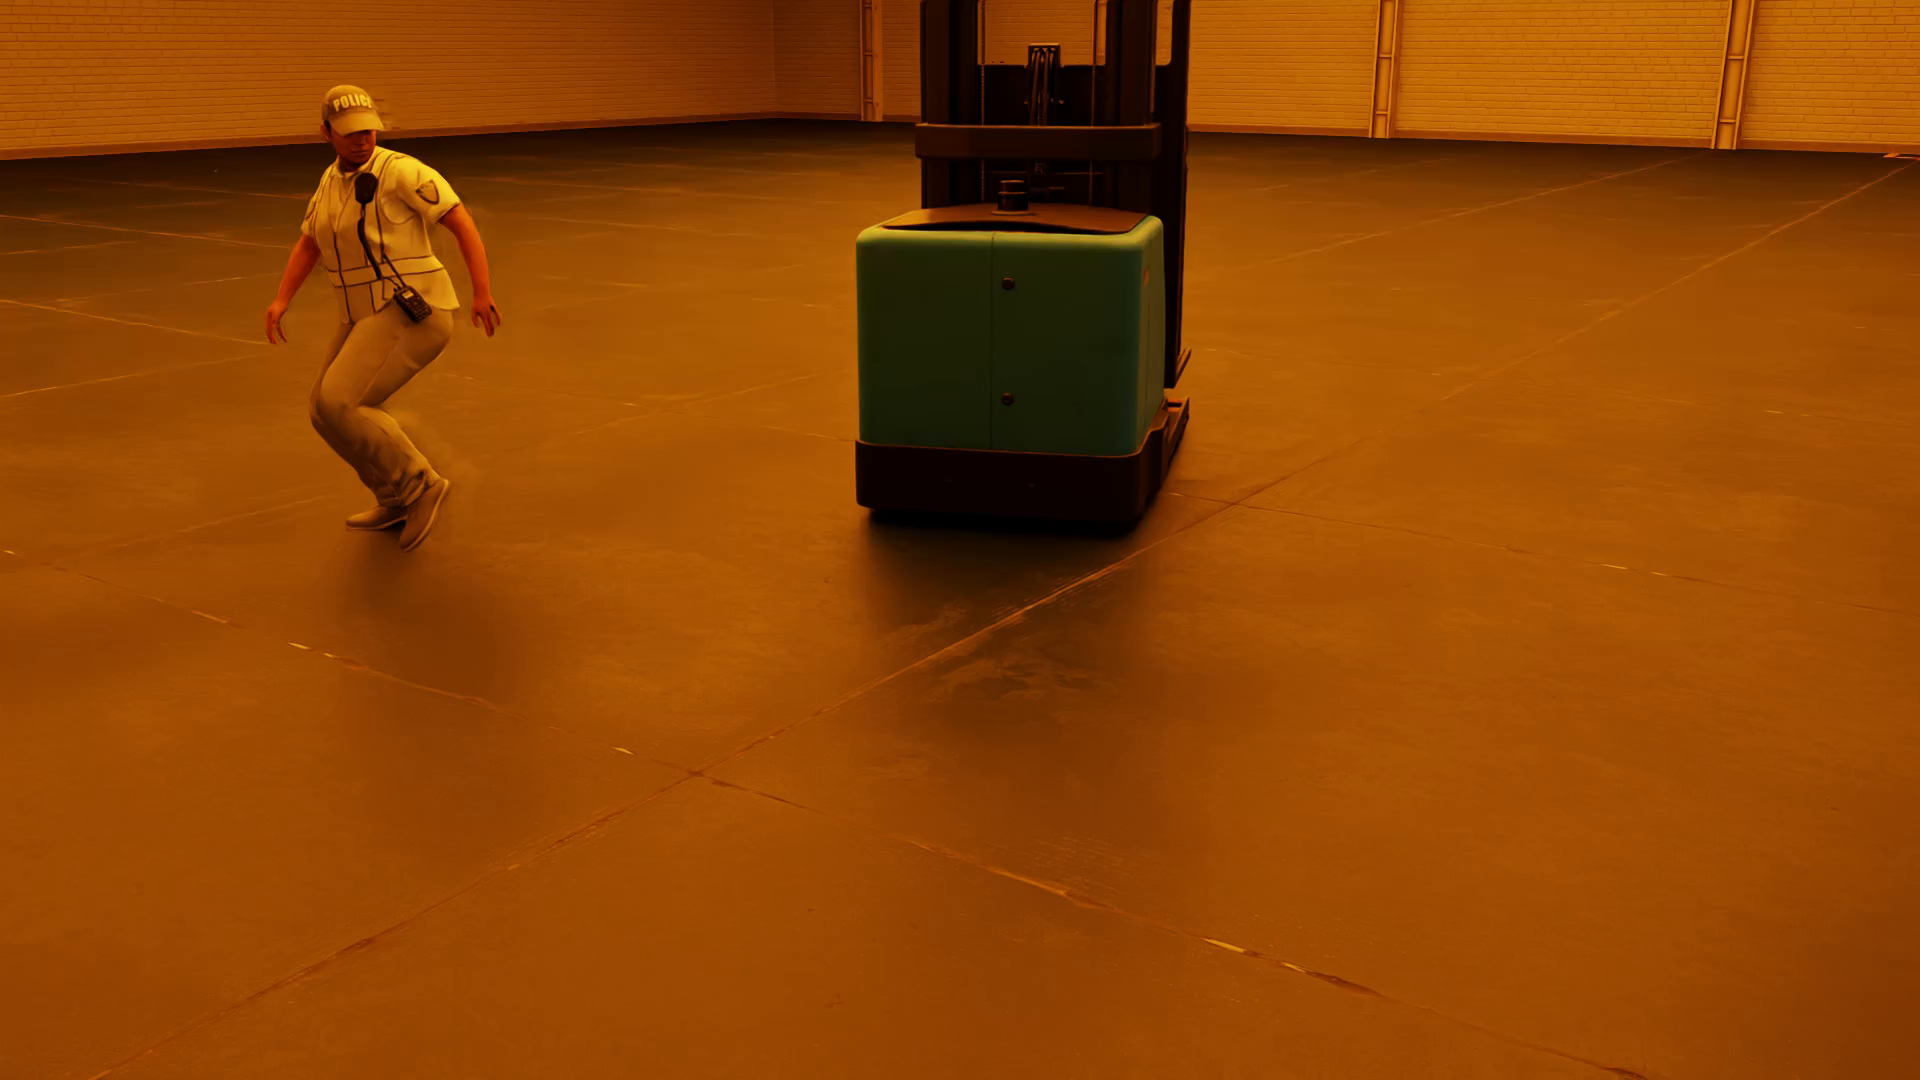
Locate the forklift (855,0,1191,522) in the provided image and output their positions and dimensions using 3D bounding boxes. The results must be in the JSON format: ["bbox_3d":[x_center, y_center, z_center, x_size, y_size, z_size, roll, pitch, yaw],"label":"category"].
[{"bbox_3d":[0.432,-1.847,7.011,1.130,2.935,3.031,4,17,12],"label":"forklift"}]

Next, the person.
[{"bbox_3d":[-2.039,-0.769,5.798,0.619,1.583,0.706,-14,22,-40],"label":"person"}]
